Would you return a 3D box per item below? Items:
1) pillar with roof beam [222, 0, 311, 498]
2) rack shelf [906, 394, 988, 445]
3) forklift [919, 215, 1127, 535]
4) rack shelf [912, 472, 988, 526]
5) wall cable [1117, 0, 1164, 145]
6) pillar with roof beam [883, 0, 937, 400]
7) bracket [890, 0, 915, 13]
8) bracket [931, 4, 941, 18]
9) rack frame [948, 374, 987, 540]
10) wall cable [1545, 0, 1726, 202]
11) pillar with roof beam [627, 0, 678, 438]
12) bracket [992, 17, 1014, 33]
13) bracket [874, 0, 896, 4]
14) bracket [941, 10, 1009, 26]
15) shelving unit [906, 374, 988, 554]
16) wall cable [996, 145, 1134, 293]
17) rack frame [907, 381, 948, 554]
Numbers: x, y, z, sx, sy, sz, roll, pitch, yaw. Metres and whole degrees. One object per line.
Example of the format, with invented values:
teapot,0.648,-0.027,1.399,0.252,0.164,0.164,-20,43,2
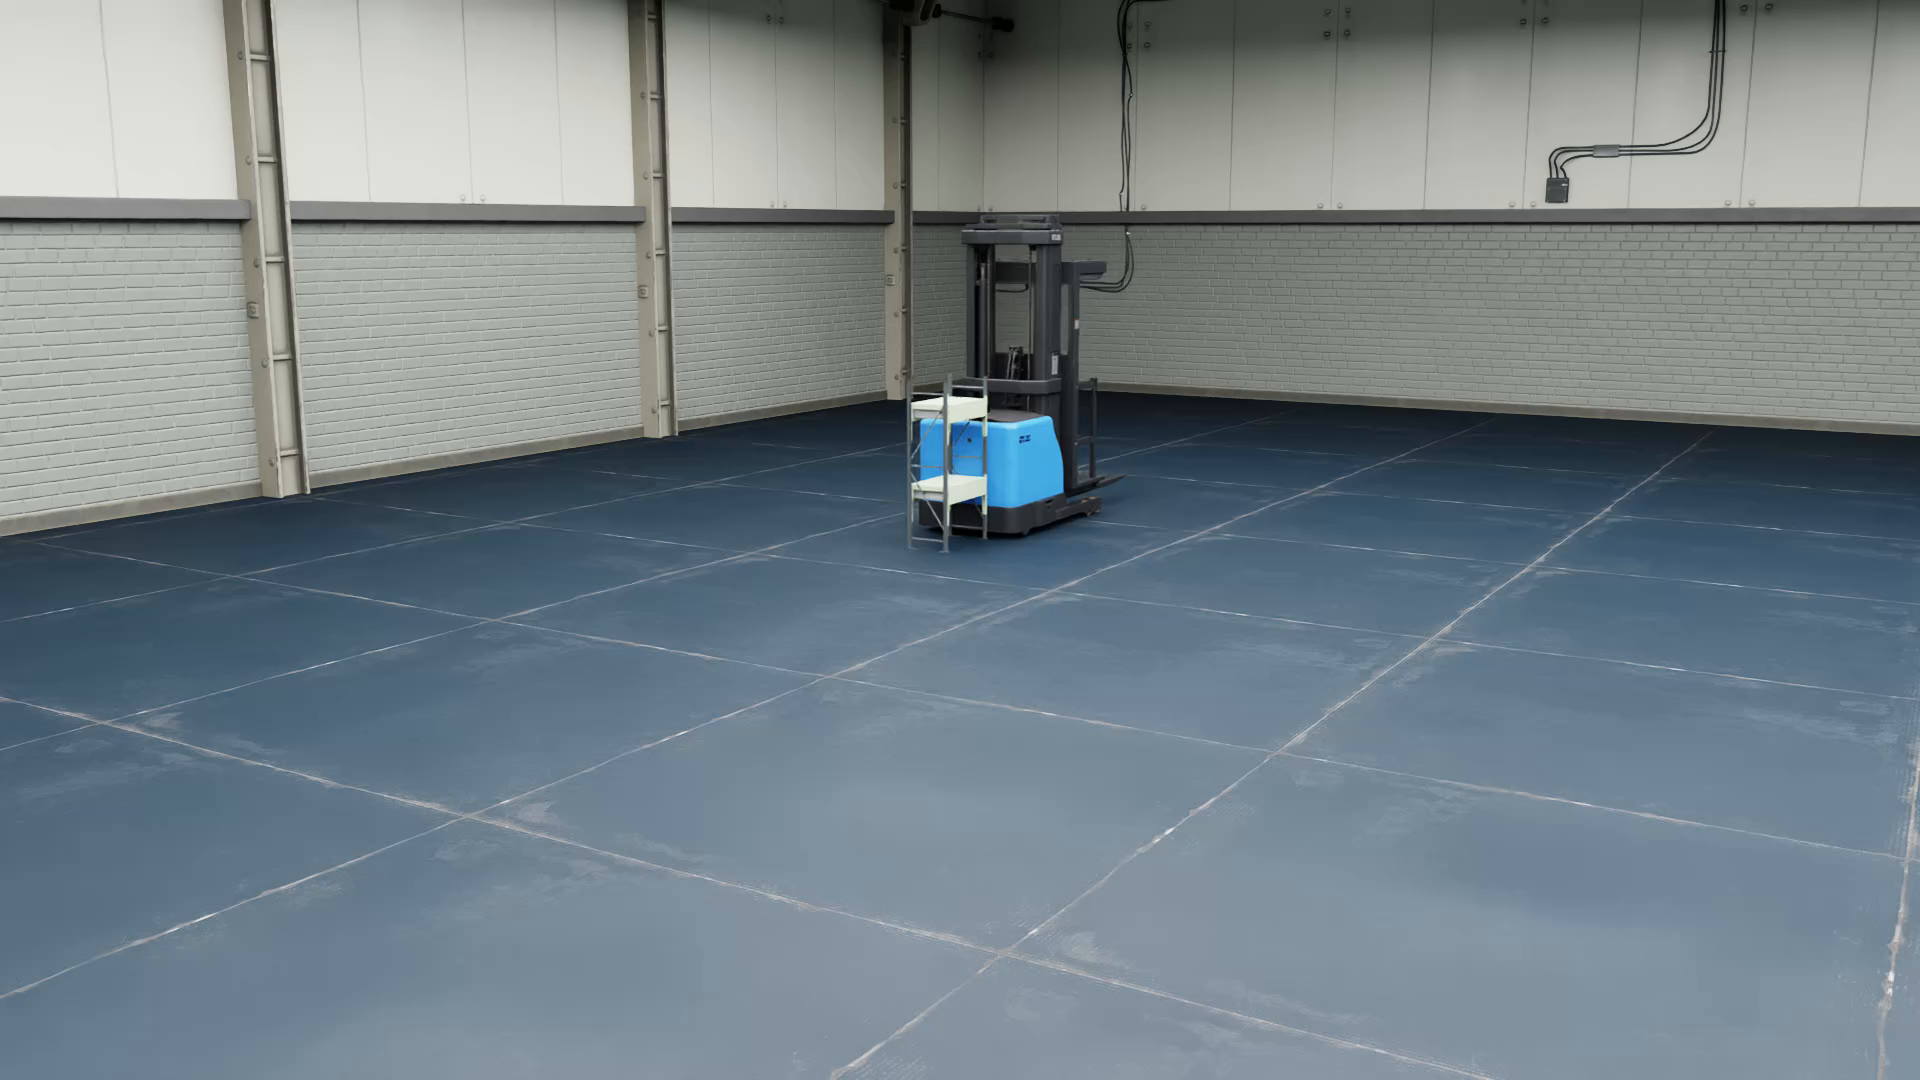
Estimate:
pillar with roof beam,-3.563,-4.502,14.843,9.100,9.000,0.400,6,12,31
rack shelf,-0.110,-1.080,14.822,0.431,0.370,0.720,6,12,28
forklift,0.764,-1.711,16.424,1.130,2.935,3.031,6,12,28
rack shelf,-0.110,-0.376,14.953,0.431,0.370,0.720,6,12,28
wall cable,3.960,-7.835,27.361,3.097,2.526,0.112,6,12,31
pillar with roof beam,2.667,-6.389,24.923,9.100,9.000,0.548,6,12,31
bracket,-0.924,-8.471,26.259,0.235,0.232,0.430,6,12,31
bracket,-0.493,-8.601,26.957,0.235,0.232,0.430,6,12,31
rack frame,0.067,-0.755,15.208,0.400,1.500,0.023,6,12,28
wall cable,9.753,-7.900,23.749,2.305,6.003,0.169,6,12,31
pillar with roof beam,-0.448,-5.446,19.883,9.100,9.000,0.400,6,12,31
bracket,0.737,-8.974,28.947,0.235,0.232,0.430,6,12,31
bracket,-2.262,-8.065,24.095,0.076,0.066,4.783,6,12,31
bracket,0.430,-8.881,28.451,0.076,0.066,3.189,6,12,31
shelving unit,-0.110,-0.696,14.893,0.431,1.500,0.755,6,12,28
wall cable,1.647,-5.611,29.206,3.097,2.526,0.112,6,12,31
rack frame,-0.286,-0.637,14.578,0.400,1.500,0.023,6,12,28
